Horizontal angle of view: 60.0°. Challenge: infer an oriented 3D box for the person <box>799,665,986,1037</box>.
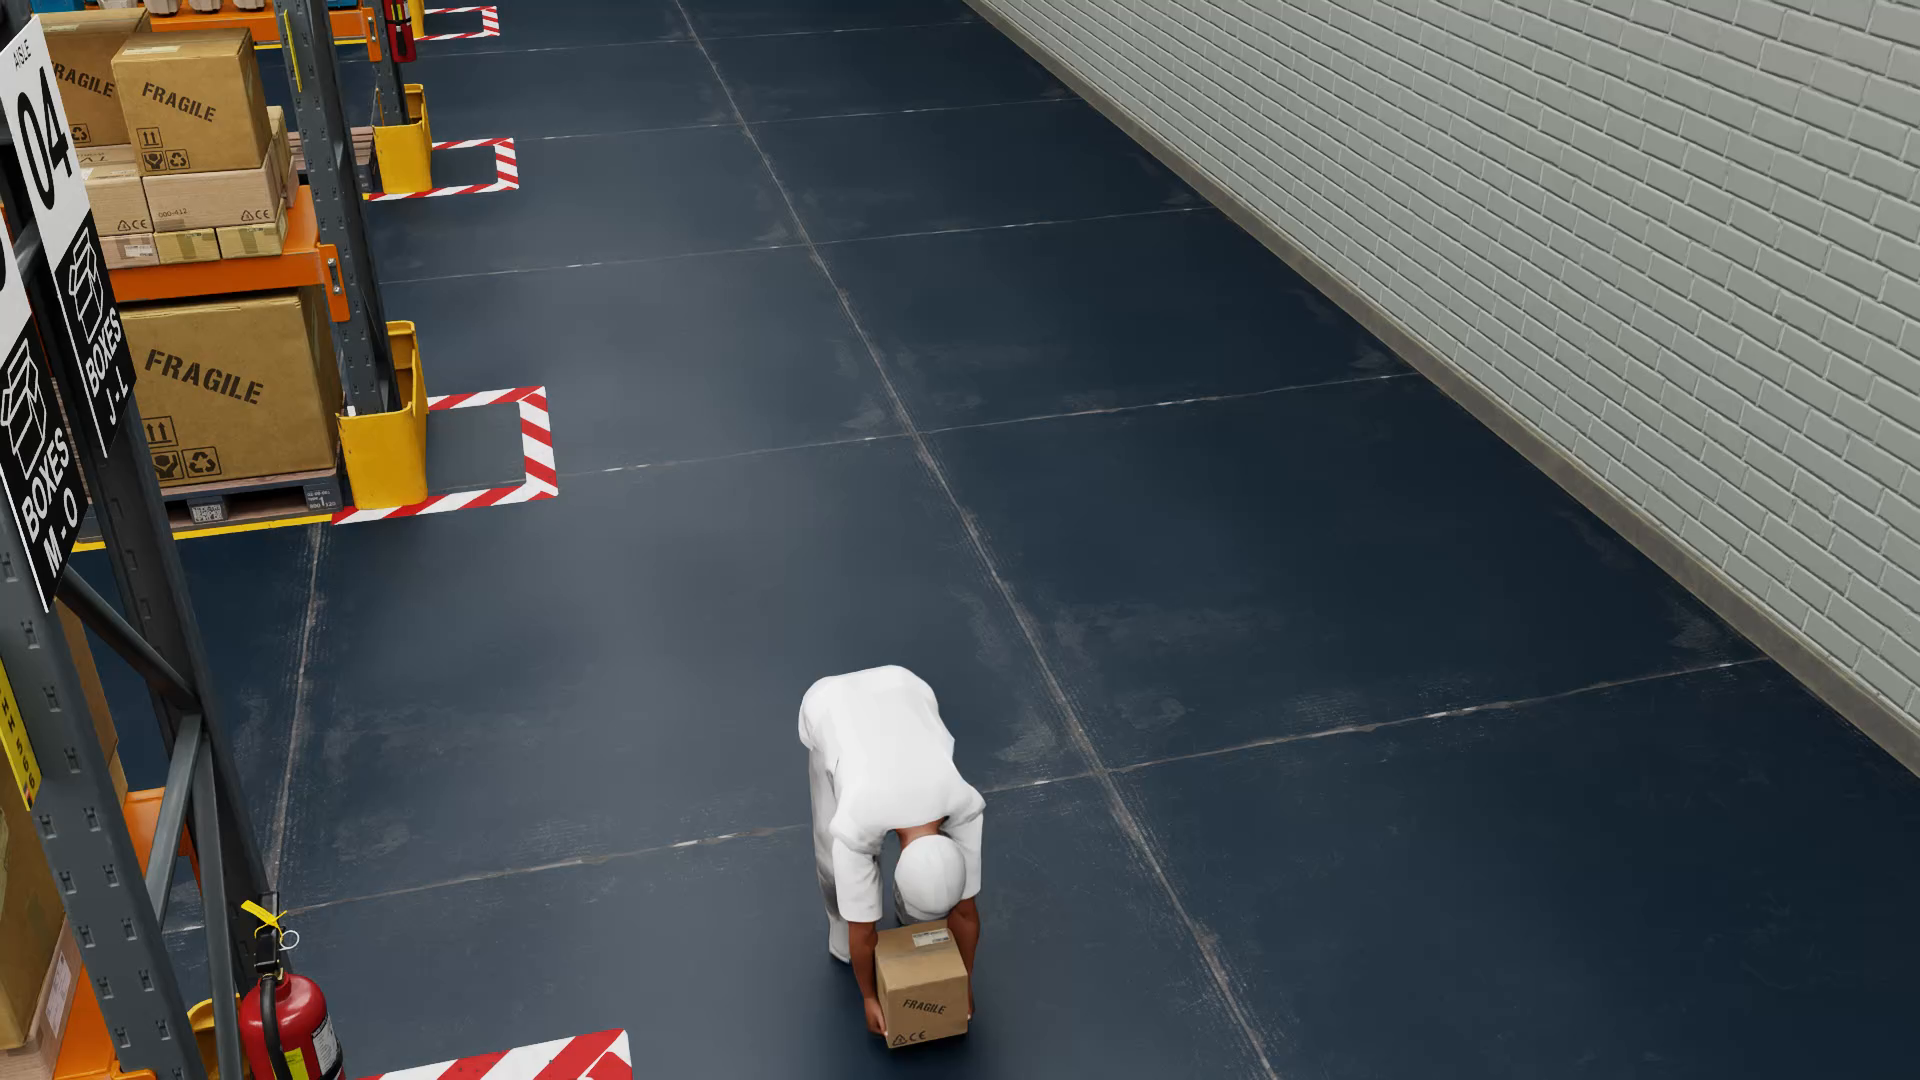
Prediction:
[{"bbox_3d":[-0.194,0.971,5.210,0.499,0.980,0.974,-9,31,-16],"label":"person"}]
